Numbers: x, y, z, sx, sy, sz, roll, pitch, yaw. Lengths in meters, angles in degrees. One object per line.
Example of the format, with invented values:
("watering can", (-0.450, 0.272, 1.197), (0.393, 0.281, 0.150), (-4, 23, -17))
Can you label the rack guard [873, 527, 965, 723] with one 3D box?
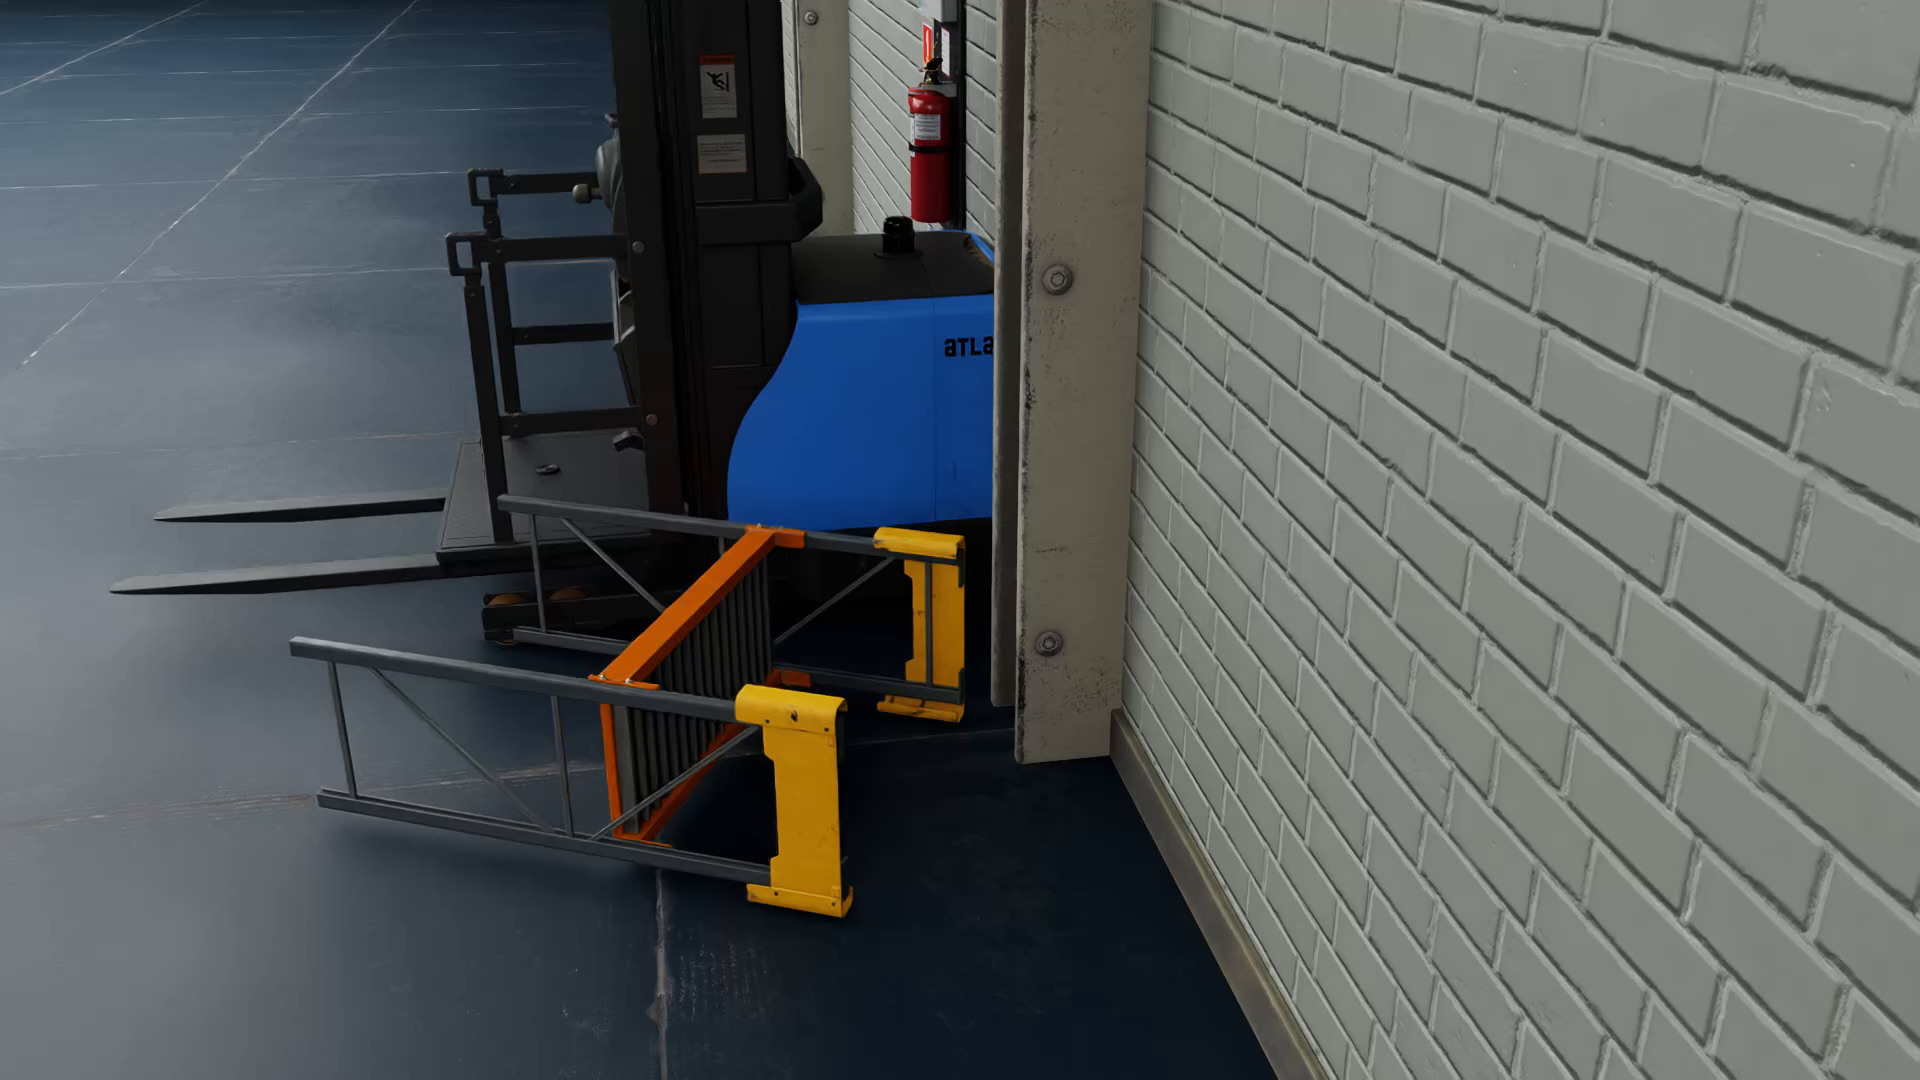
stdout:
("rack guard", (-0.118, 0.254, 4.903), (0.250, 0.587, 0.087), (7, 24, 15))

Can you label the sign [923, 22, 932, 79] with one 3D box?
("sign", (-0.138, -2.037, 7.121), (0.001, 0.329, 0.234), (-4, 24, -10))

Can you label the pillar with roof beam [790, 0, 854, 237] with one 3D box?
("pillar with roof beam", (-5.058, -5.611, 7.854), (9.100, 9.000, 0.400), (-4, 24, -10))

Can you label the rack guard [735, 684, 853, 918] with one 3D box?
("rack guard", (-0.398, 0.636, 4.027), (0.250, 0.587, 0.087), (7, 24, 15))

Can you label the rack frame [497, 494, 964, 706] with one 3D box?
("rack frame", (-0.712, 0.176, 5.081), (1.500, 0.500, 0.032), (7, 24, 15))

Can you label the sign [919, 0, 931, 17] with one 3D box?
("sign", (-0.146, -2.277, 7.009), (0.001, 0.109, 0.331), (-4, 24, -10))

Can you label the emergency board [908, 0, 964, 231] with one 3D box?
("emergency board", (-0.138, -1.795, 6.613), (0.194, 1.169, 0.643), (-4, 24, -10))

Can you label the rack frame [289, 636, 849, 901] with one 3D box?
("rack frame", (-0.998, 0.566, 4.187), (1.500, 0.500, 0.032), (7, 24, 15))

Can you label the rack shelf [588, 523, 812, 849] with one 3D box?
("rack shelf", (-0.682, 0.391, 4.588), (0.185, 0.538, 1.000), (7, 24, 15))

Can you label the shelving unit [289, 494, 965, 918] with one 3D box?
("shelving unit", (-0.858, 0.375, 4.626), (1.500, 0.587, 1.083), (7, 24, 15))

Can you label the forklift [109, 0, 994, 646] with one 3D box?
("forklift", (-1.306, -1.227, 5.397), (3.031, 2.935, 1.130), (-5, 24, -11))

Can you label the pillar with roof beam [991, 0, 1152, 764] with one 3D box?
("pillar with roof beam", (-3.949, -3.251, 2.451), (9.100, 9.000, 0.400), (-4, 24, -10))
